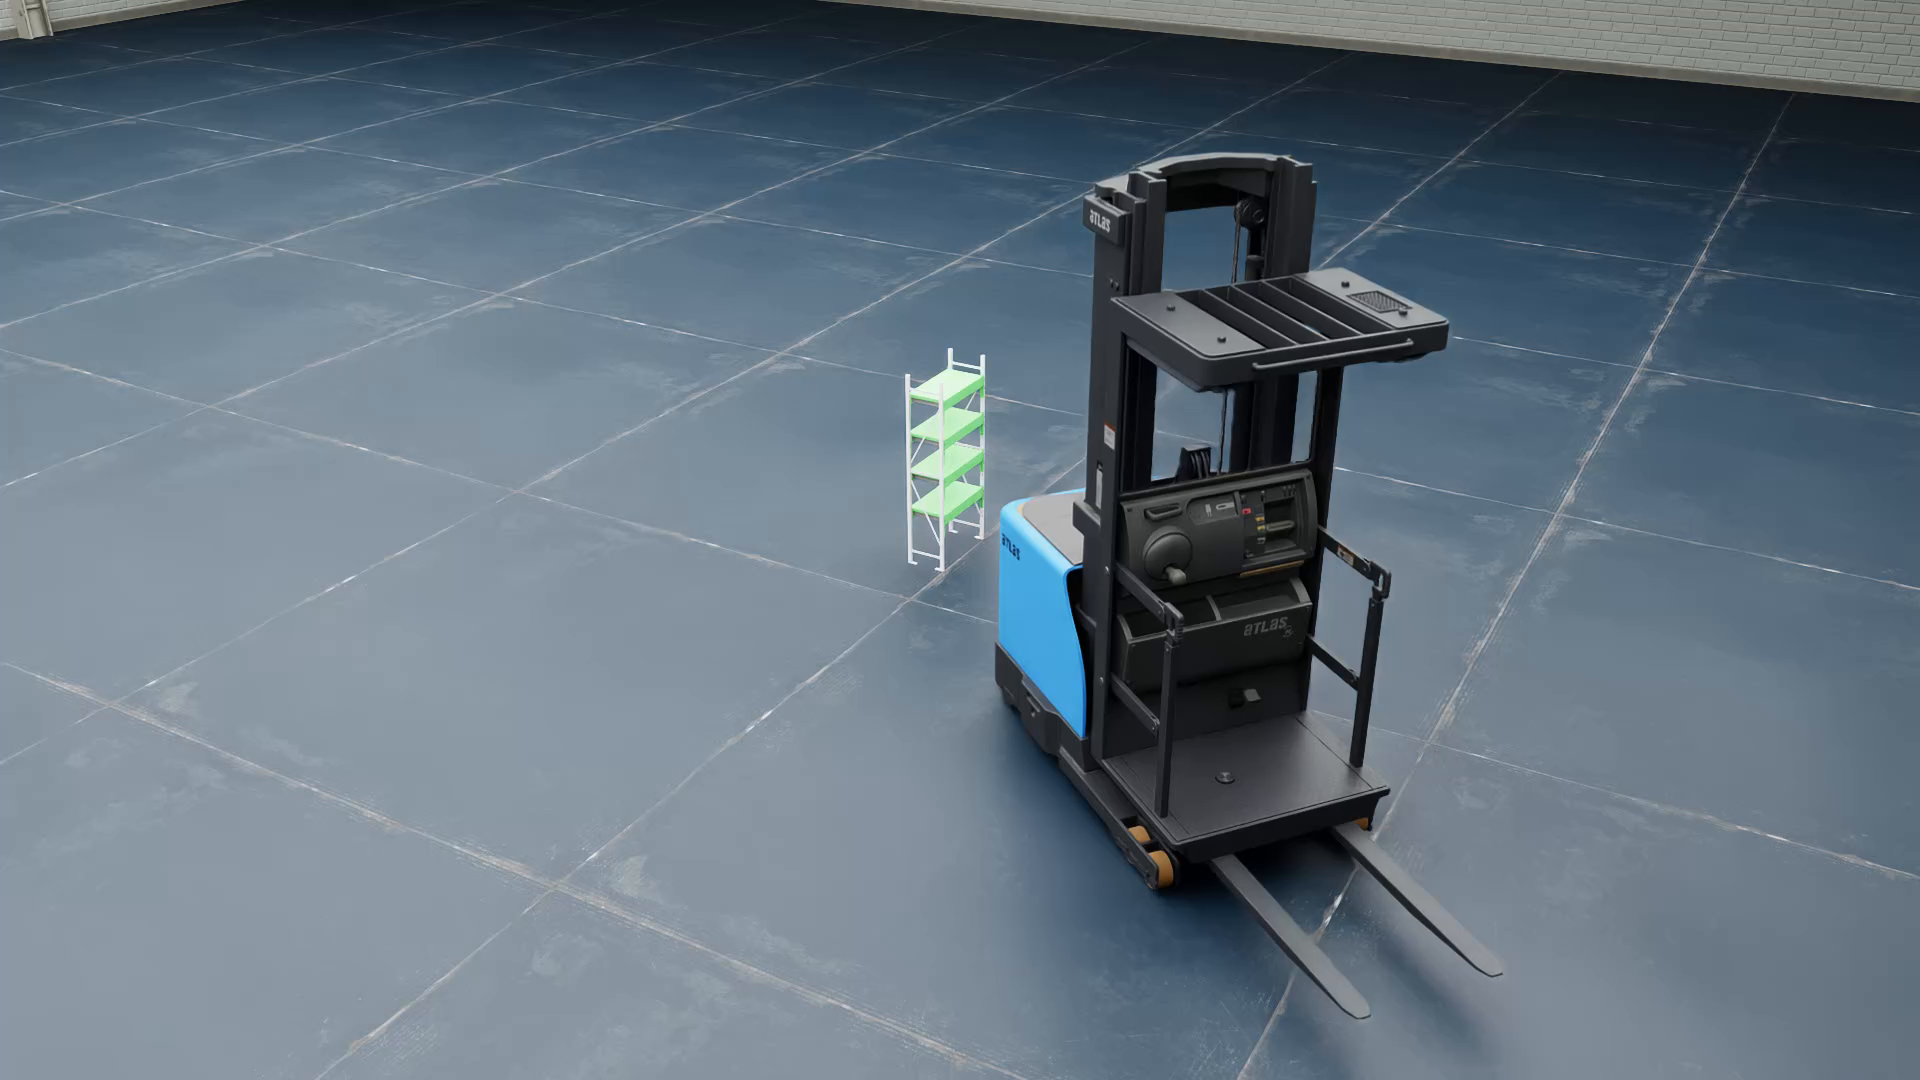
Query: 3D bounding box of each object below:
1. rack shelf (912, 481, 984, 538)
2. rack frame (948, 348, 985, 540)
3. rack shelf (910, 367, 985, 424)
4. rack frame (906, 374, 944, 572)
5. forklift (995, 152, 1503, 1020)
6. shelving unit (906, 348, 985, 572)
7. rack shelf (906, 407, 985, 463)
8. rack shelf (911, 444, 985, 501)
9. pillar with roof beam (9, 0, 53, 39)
[{"bbox_3d":[-0.081,-0.200,9.989,0.258,0.148,0.480,14,30,26],"label":"rack shelf"},{"bbox_3d":[0.039,-0.567,10.043,0.240,1.200,0.015,14,30,26],"label":"rack frame"},{"bbox_3d":[-0.081,-0.844,9.666,0.258,0.148,0.480,14,30,26],"label":"rack shelf"},{"bbox_3d":[-0.201,-0.377,9.663,0.240,1.200,0.015,14,30,26],"label":"rack frame"},{"bbox_3d":[1.213,-0.011,6.997,1.130,2.935,3.031,-10,28,-20],"label":"forklift"},{"bbox_3d":[-0.081,-0.472,9.853,0.258,1.200,0.503,14,30,26],"label":"shelving unit"},{"bbox_3d":[-0.081,-0.629,9.774,0.258,0.148,0.480,14,30,26],"label":"rack shelf"},{"bbox_3d":[-0.081,-0.415,9.881,0.258,0.148,0.480,14,30,26],"label":"rack shelf"},{"bbox_3d":[-10.672,-10.935,22.042,9.100,9.000,0.400,14,30,26],"label":"pillar with roof beam"}]
